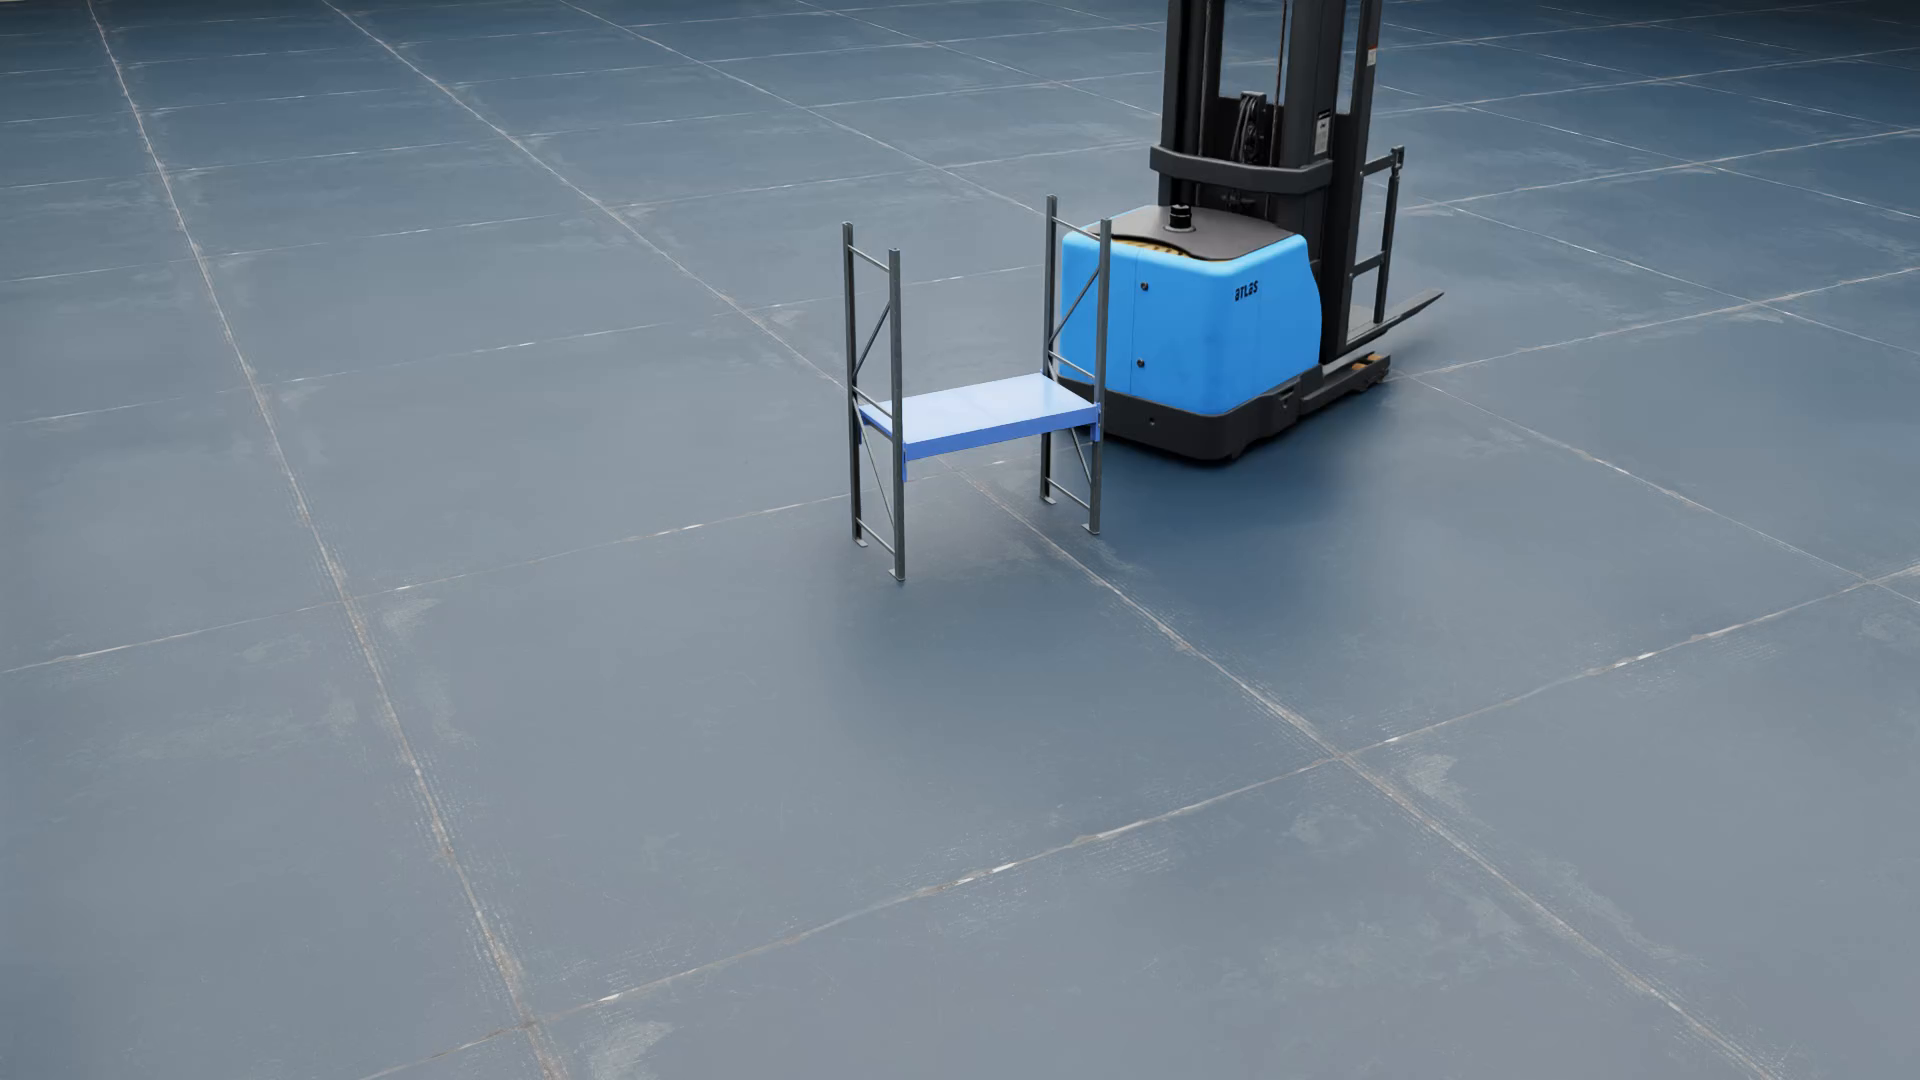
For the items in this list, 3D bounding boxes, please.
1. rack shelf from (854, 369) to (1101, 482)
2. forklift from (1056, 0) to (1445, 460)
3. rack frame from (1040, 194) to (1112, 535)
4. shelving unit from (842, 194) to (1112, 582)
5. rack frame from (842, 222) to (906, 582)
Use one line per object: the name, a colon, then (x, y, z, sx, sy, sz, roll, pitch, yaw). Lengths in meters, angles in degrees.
rack shelf: (0.075, -0.531, 7.539, 1.000, 0.185, 0.538, -13, 29, -25)
forklift: (1.842, -2.289, 9.131, 1.130, 2.935, 3.031, 20, 32, 35)
rack frame: (0.524, -0.797, 7.677, 0.032, 1.500, 0.500, -13, 29, -25)
shelving unit: (0.075, -0.693, 7.462, 1.048, 1.500, 0.538, -13, 29, -25)
rack frame: (-0.373, -0.590, 7.246, 0.032, 1.500, 0.500, -13, 29, -25)
